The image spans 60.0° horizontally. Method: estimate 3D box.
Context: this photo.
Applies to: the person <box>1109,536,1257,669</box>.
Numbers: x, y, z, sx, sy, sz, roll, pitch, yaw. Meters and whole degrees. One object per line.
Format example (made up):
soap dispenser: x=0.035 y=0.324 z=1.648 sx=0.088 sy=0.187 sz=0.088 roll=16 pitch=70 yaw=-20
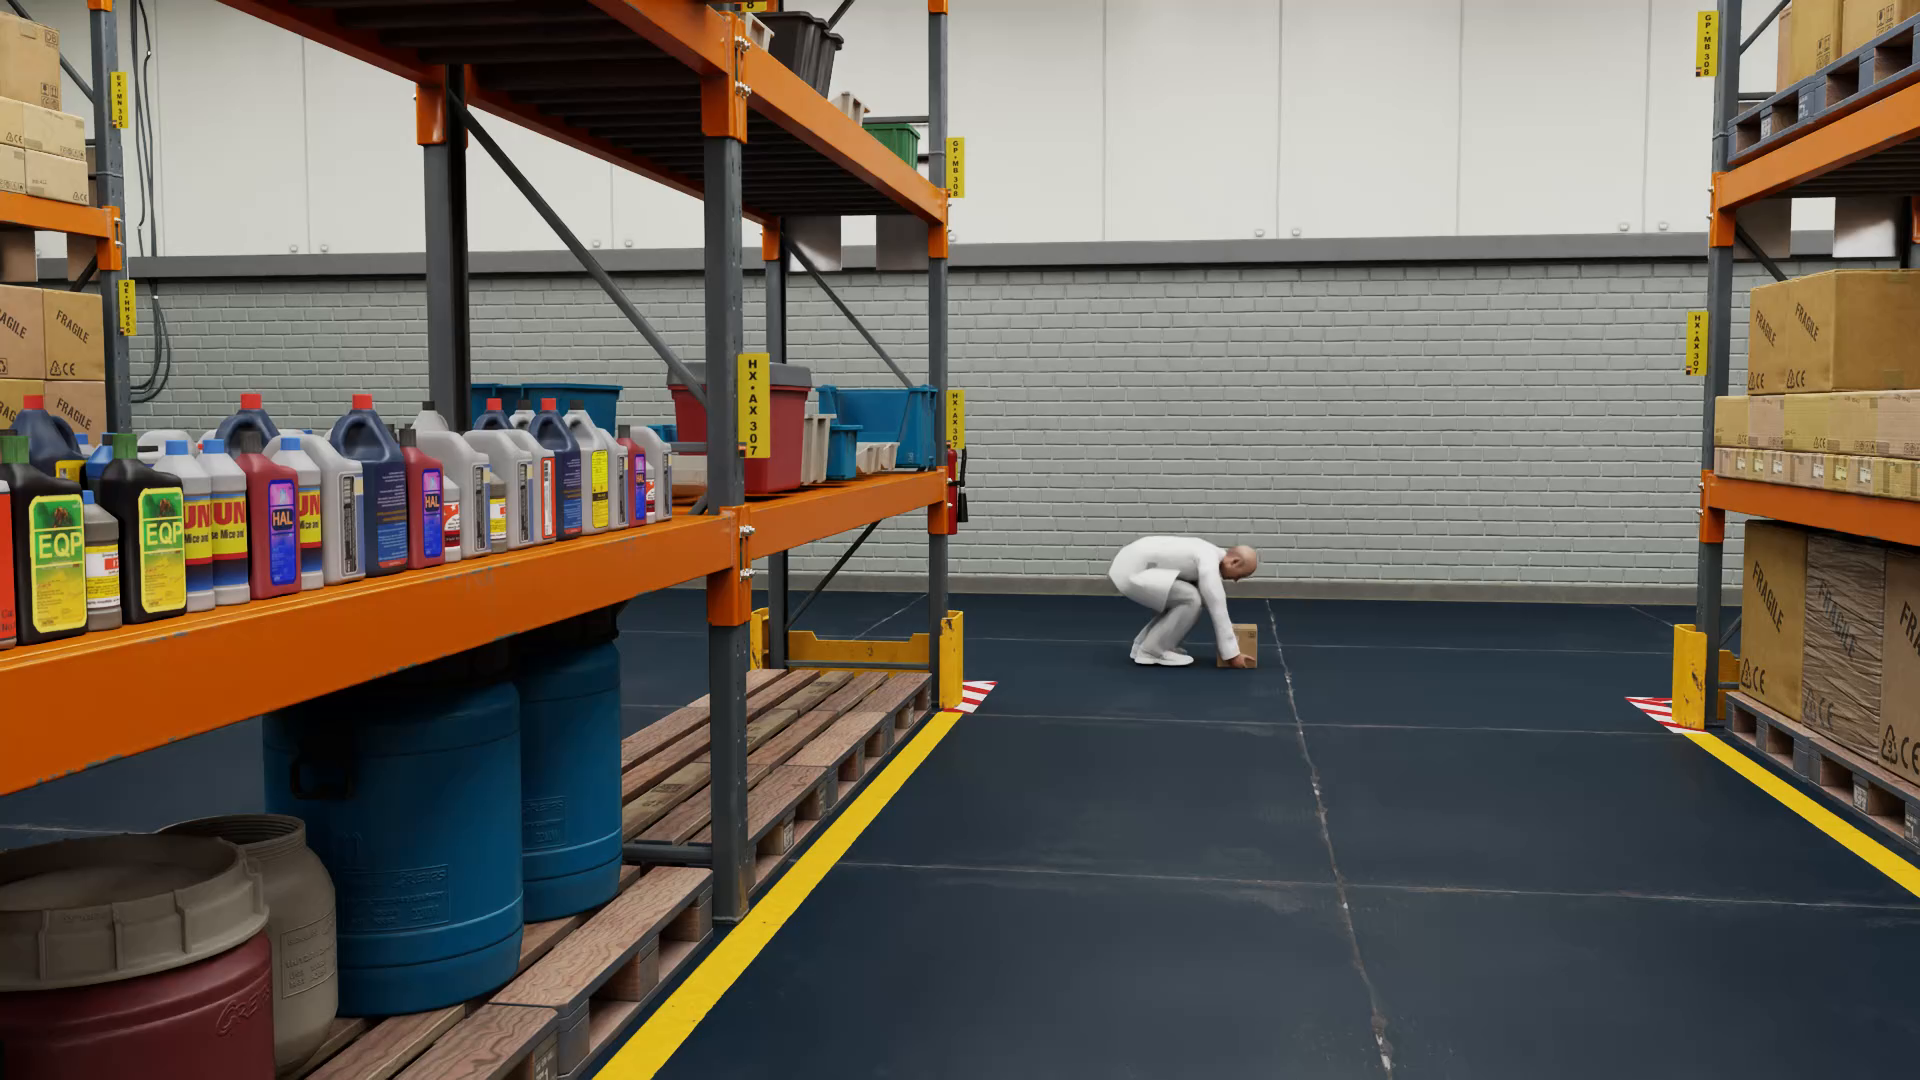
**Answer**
person: x=1.438 y=0.397 z=10.747 sx=0.952 sy=0.849 sz=0.581 roll=1 pitch=4 yaw=7
